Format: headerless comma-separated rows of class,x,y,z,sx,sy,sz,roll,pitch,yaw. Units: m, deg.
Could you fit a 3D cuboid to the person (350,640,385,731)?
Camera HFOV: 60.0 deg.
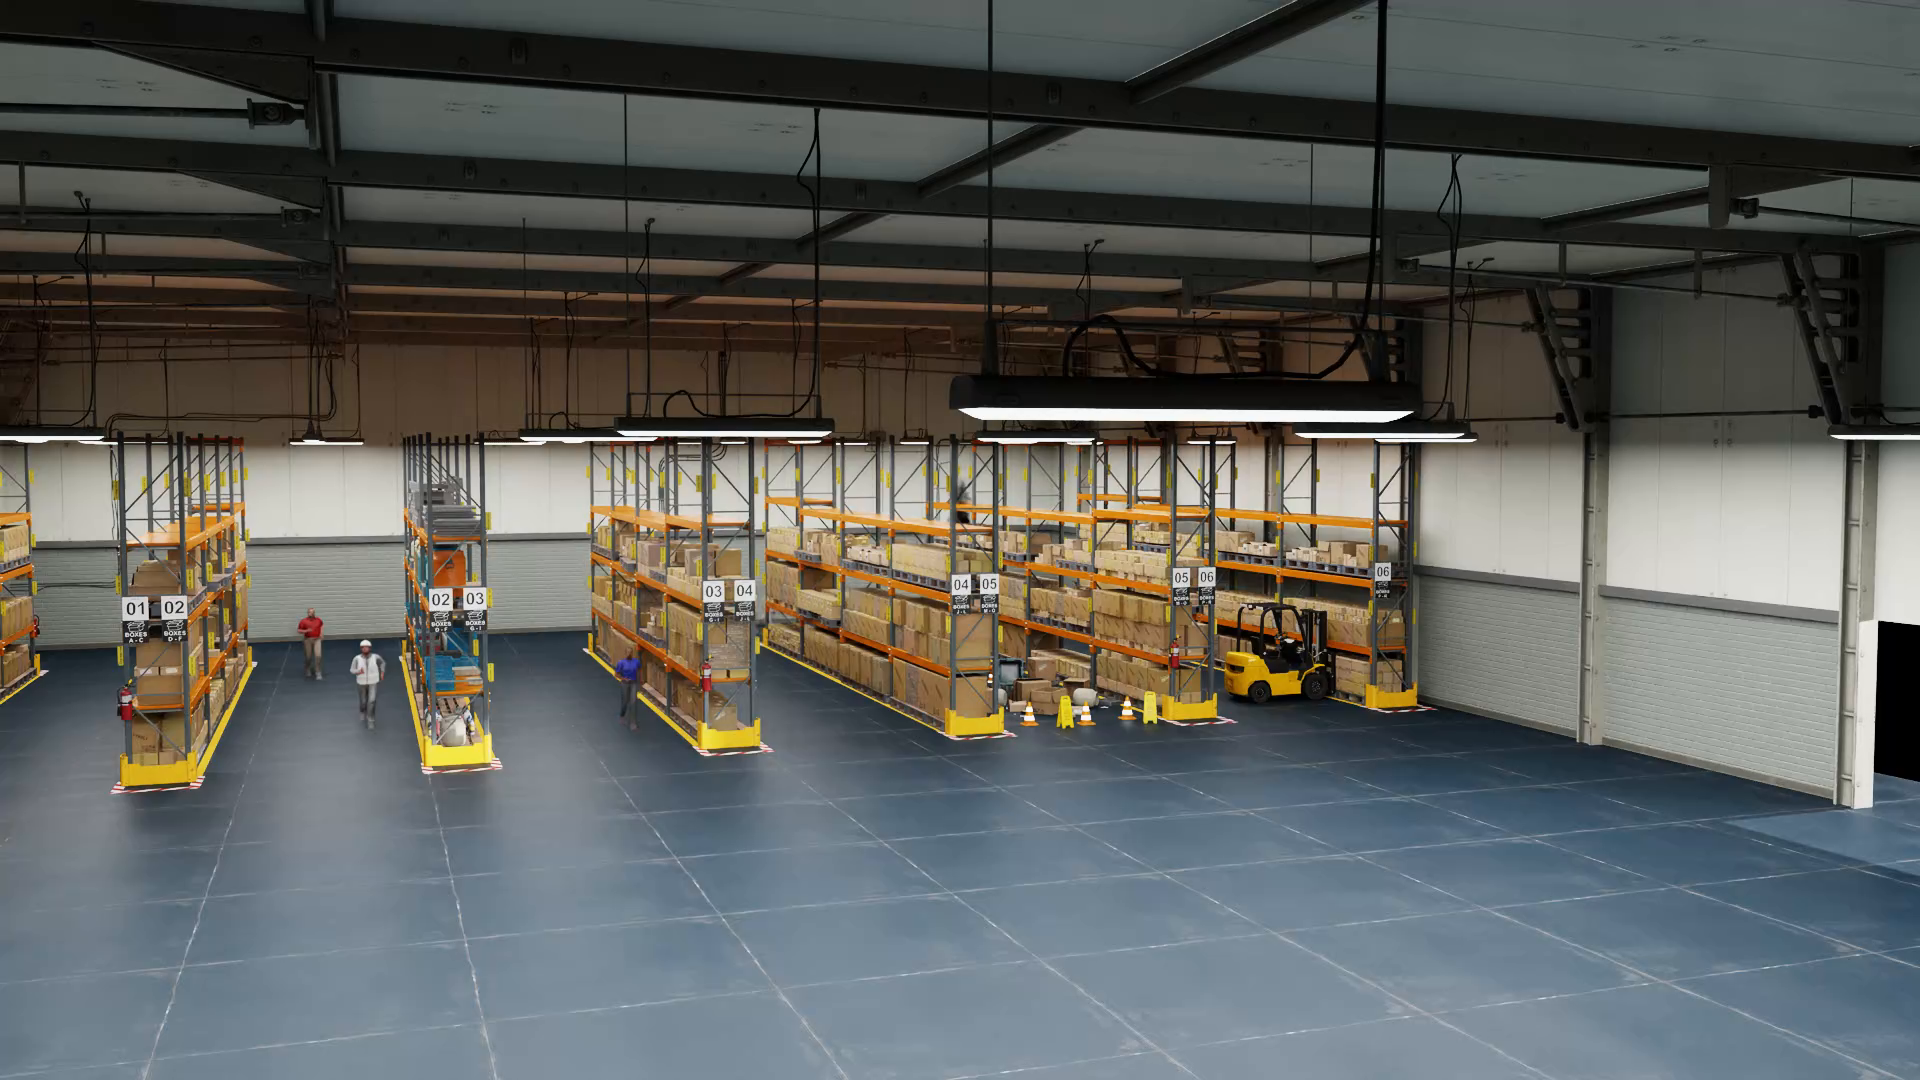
person,-12.139,2.945,34.093,0.665,1.806,0.954,-1,3,-16

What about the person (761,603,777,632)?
person,-5.693,2.110,49.736,0.560,1.731,0.778,0,3,-2

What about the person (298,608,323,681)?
person,-16.052,2.569,41.180,0.648,1.775,0.831,-2,4,-31

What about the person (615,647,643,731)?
person,-6.770,3.013,34.018,0.597,1.677,0.823,-1,3,-22
